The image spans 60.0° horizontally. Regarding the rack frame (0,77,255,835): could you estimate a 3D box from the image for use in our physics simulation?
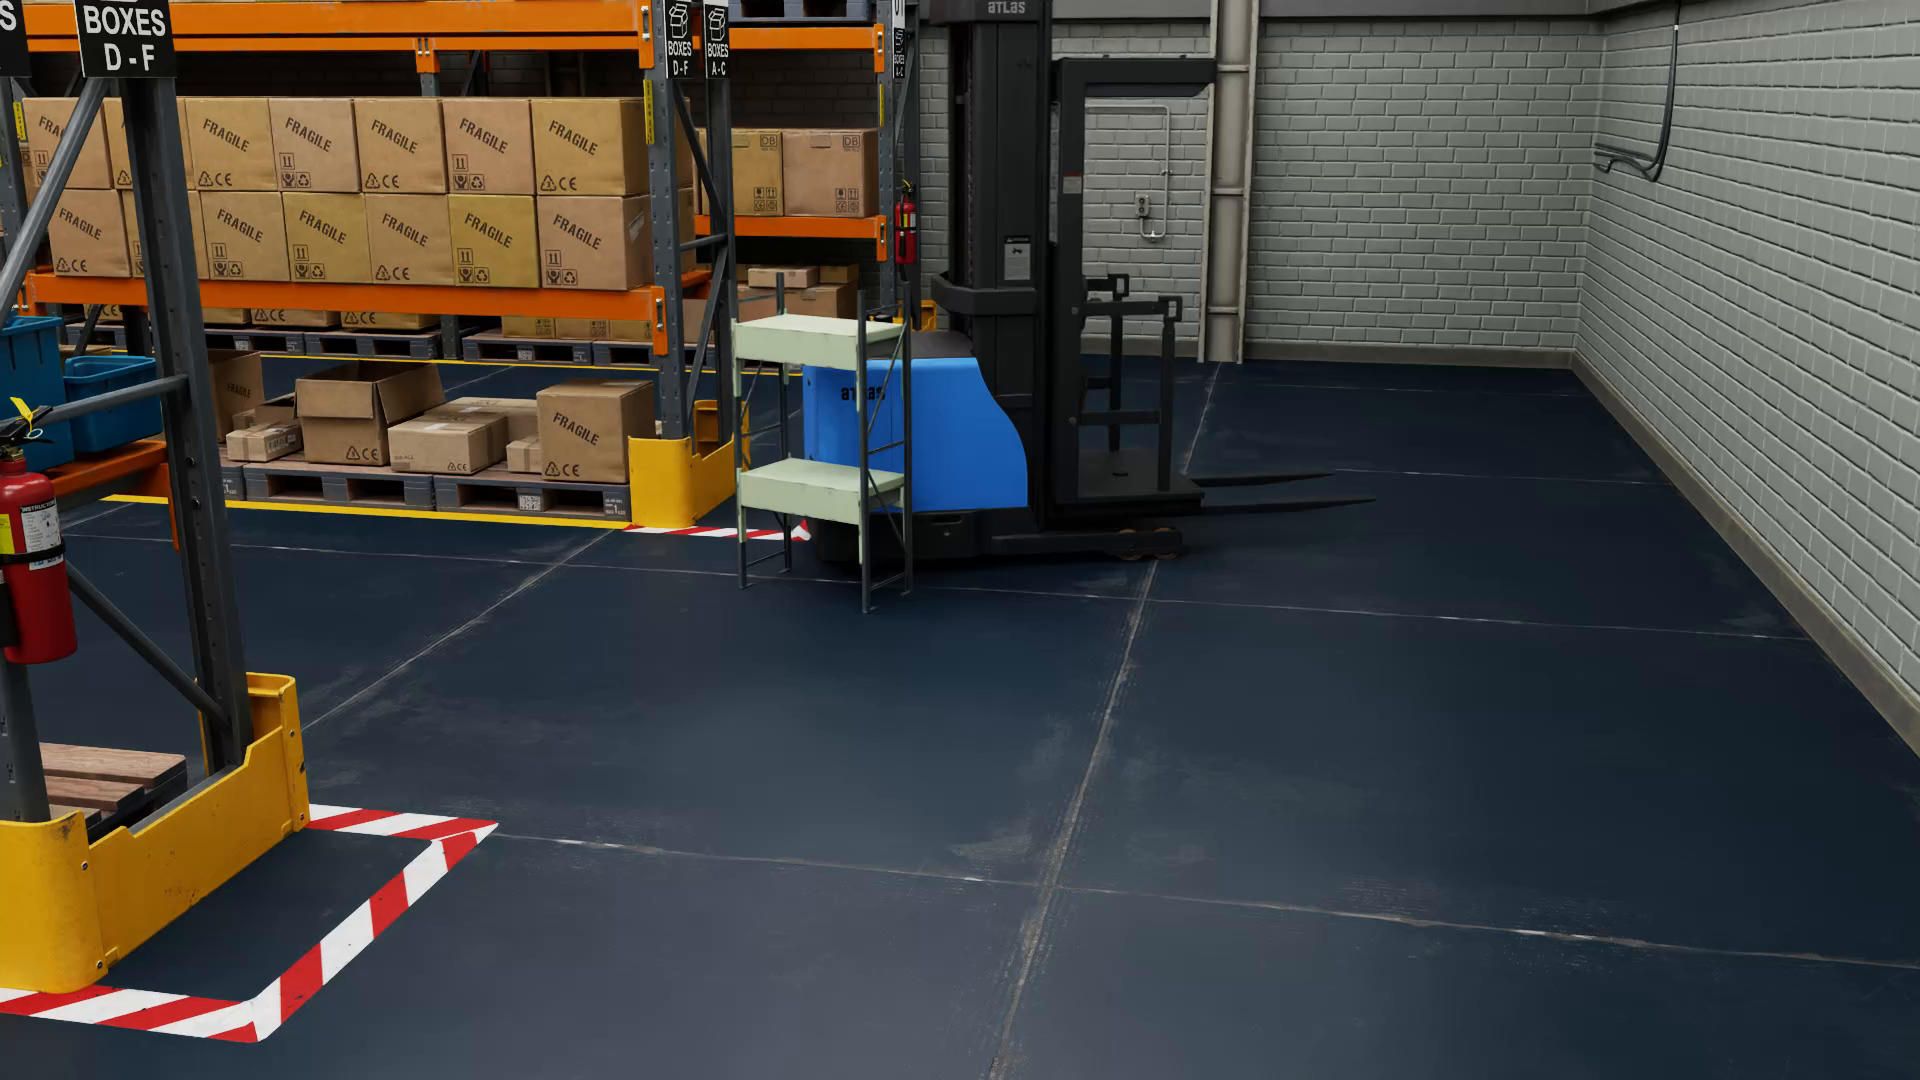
[{"bbox_3d":[-2.478,-0.366,4.694,0.127,3.000,1.000,3,16,11],"label":"rack frame"}]

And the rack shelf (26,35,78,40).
[{"bbox_3d":[-7.367,-3.080,10.219,4.000,0.370,1.077,3,16,11],"label":"rack shelf"}]

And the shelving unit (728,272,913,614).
[{"bbox_3d":[-0.654,-0.476,7.902,0.755,1.500,0.431,9,18,30],"label":"shelving unit"}]

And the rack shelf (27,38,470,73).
[{"bbox_3d":[-6.384,-4.376,14.898,4.000,0.370,1.077,3,16,11],"label":"rack shelf"}]

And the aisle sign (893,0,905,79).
[{"bbox_3d":[-0.493,-4.128,13.406,0.004,0.787,0.394,3,16,11],"label":"aisle sign"}]

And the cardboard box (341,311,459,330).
[{"bbox_3d":[-5.087,-2.337,15.051,0.750,0.750,0.750,3,16,12],"label":"cardboard box"}]

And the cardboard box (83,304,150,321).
[{"bbox_3d":[-7.649,-2.476,15.552,0.750,0.750,0.750,3,16,10],"label":"cardboard box"}]

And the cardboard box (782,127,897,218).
[{"bbox_3d":[-1.006,-3.127,14.099,0.700,0.700,0.980,4,16,14],"label":"cardboard box"}]

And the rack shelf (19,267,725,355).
[{"bbox_3d":[-3.447,-1.421,9.851,4.000,0.370,1.077,3,16,11],"label":"rack shelf"}]

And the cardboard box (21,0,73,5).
[{"bbox_3d":[-4.980,-3.157,9.432,0.500,0.250,0.500,3,16,11],"label":"cardboard box"}]

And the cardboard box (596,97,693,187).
[{"bbox_3d":[-1.870,-2.284,9.559,0.500,0.500,0.500,4,16,13],"label":"cardboard box"}]

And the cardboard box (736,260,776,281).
[{"bbox_3d":[-1.789,-2.365,14.591,0.250,0.149,0.380,3,16,12],"label":"cardboard box"}]

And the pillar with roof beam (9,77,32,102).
[{"bbox_3d":[-10.303,-5.444,11.787,0.400,9.000,9.100,3,16,11],"label":"pillar with roof beam"}]

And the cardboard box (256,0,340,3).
[{"bbox_3d":[-3.511,-3.077,9.142,0.500,0.250,0.500,3,16,11],"label":"cardboard box"}]

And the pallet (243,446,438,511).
[{"bbox_3d":[-3.535,-0.429,10.147,1.213,0.211,1.003,3,16,11],"label":"pallet"}]

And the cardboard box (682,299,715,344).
[{"bbox_3d":[-2.193,-2.020,14.560,0.500,0.500,0.700,3,16,9],"label":"cardboard box"}]

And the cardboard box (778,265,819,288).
[{"bbox_3d":[-1.372,-2.238,14.134,0.250,0.149,0.380,3,16,10],"label":"cardboard box"}]

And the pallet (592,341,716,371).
[{"bbox_3d":[-2.495,-1.701,14.738,1.213,0.211,1.003,3,16,11],"label":"pallet"}]

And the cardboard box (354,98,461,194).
[{"bbox_3d":[-2.983,-2.196,9.242,0.500,0.500,0.500,4,16,13],"label":"cardboard box"}]

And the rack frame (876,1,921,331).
[{"bbox_3d":[-0.504,-2.958,14.050,0.127,3.000,1.000,3,16,11],"label":"rack frame"}]

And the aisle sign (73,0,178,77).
[{"bbox_3d":[-2.349,-1.693,4.614,0.004,0.787,0.394,3,16,11],"label":"aisle sign"}]

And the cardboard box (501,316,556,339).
[{"bbox_3d":[-3.711,-2.102,14.855,0.500,0.500,0.700,3,16,12],"label":"cardboard box"}]

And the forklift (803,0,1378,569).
[{"bbox_3d":[0.702,-1.437,8.689,3.031,2.935,1.130,-3,16,-9],"label":"forklift"}]

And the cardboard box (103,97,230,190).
[{"bbox_3d":[-4.496,-2.278,9.538,0.500,0.500,0.500,3,16,9],"label":"cardboard box"}]

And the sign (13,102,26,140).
[{"bbox_3d":[-8.442,-3.761,14.928,0.005,0.325,0.100,3,16,11],"label":"sign"}]

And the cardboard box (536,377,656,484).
[{"bbox_3d":[-2.069,-0.633,9.518,0.500,0.500,0.500,3,16,11],"label":"cardboard box"}]

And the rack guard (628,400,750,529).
[{"bbox_3d":[-1.562,-0.461,9.719,0.348,0.500,1.175,3,16,11],"label":"rack guard"}]

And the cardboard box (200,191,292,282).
[{"bbox_3d":[-3.970,-1.770,9.577,0.500,0.500,0.500,3,16,11],"label":"cardboard box"}]

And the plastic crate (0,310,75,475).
[{"bbox_3d":[-2.844,-0.381,4.569,0.499,0.435,0.616,3,16,11],"label":"plastic crate"}]

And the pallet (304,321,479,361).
[{"bbox_3d":[-5.195,-1.848,15.267,1.213,0.211,1.003,3,16,11],"label":"pallet"}]

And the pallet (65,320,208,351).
[{"bbox_3d":[-7.586,-1.978,15.736,1.213,0.211,1.003,3,16,11],"label":"pallet"}]

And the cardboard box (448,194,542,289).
[{"bbox_3d":[-2.490,-1.689,9.283,0.500,0.500,0.500,3,16,12],"label":"cardboard box"}]

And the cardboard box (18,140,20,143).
[{"bbox_3d":[-8.806,-3.666,15.595,0.500,0.500,0.700,1,16,5],"label":"cardboard box"}]

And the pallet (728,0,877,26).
[{"bbox_3d":[-1.233,-4.397,13.794,1.213,0.211,1.003,3,16,11],"label":"pallet"}]

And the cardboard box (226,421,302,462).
[{"bbox_3d":[-4.189,-0.599,10.017,0.250,0.166,0.380,3,16,11],"label":"cardboard box"}]

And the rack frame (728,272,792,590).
[{"bbox_3d":[-0.966,-0.527,8.086,0.023,1.500,0.400,9,18,30],"label":"rack frame"}]

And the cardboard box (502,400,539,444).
[{"bbox_3d":[-2.454,-0.678,10.148,0.500,0.250,0.500,3,16,11],"label":"cardboard box"}]

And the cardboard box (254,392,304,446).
[{"bbox_3d":[-4.057,-0.795,10.454,0.500,0.311,0.500,3,16,11],"label":"cardboard box"}]

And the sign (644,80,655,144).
[{"bbox_3d":[-1.618,-2.228,8.654,0.005,0.325,0.100,3,16,11],"label":"sign"}]
